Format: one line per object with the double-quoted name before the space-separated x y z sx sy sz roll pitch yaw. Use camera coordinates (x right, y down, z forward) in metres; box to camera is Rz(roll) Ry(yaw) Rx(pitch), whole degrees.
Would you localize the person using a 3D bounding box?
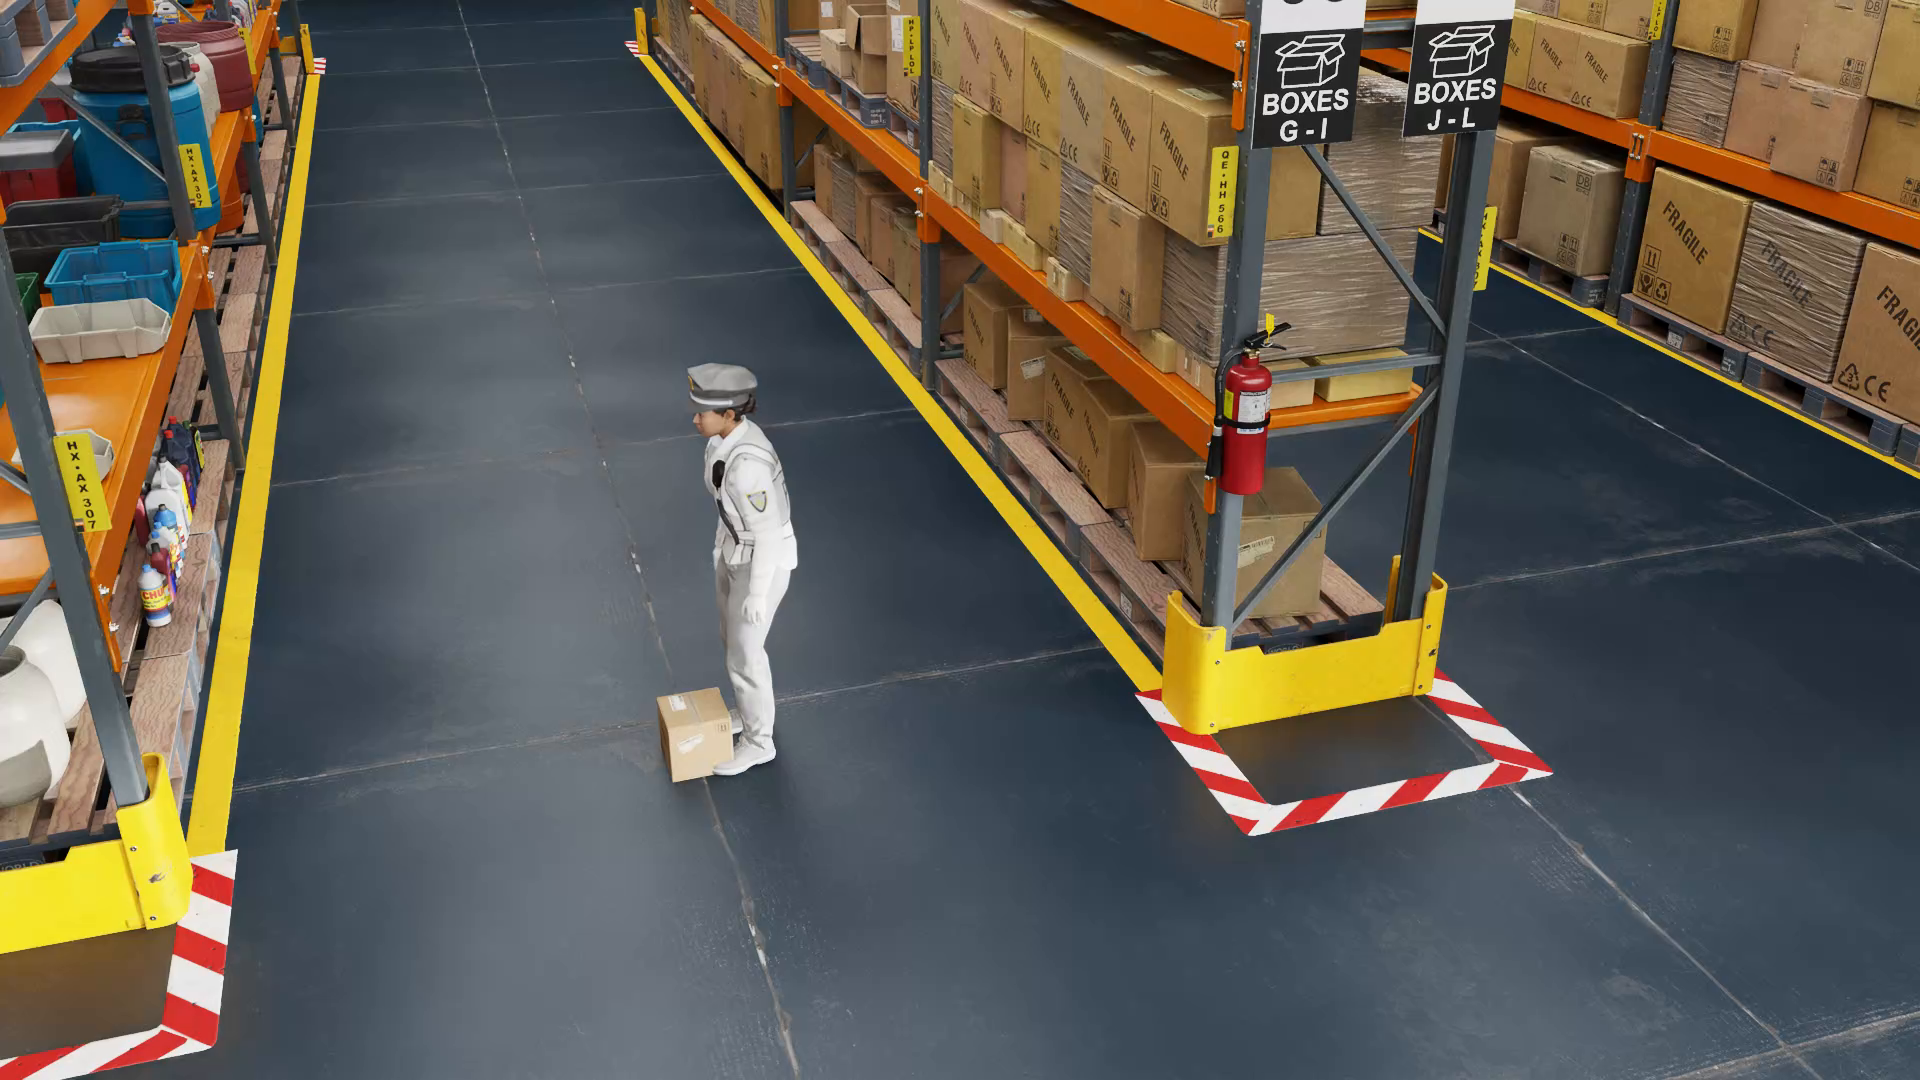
"person" -0.844 0.113 6.383 0.412 1.665 0.546 -10 28 -19
